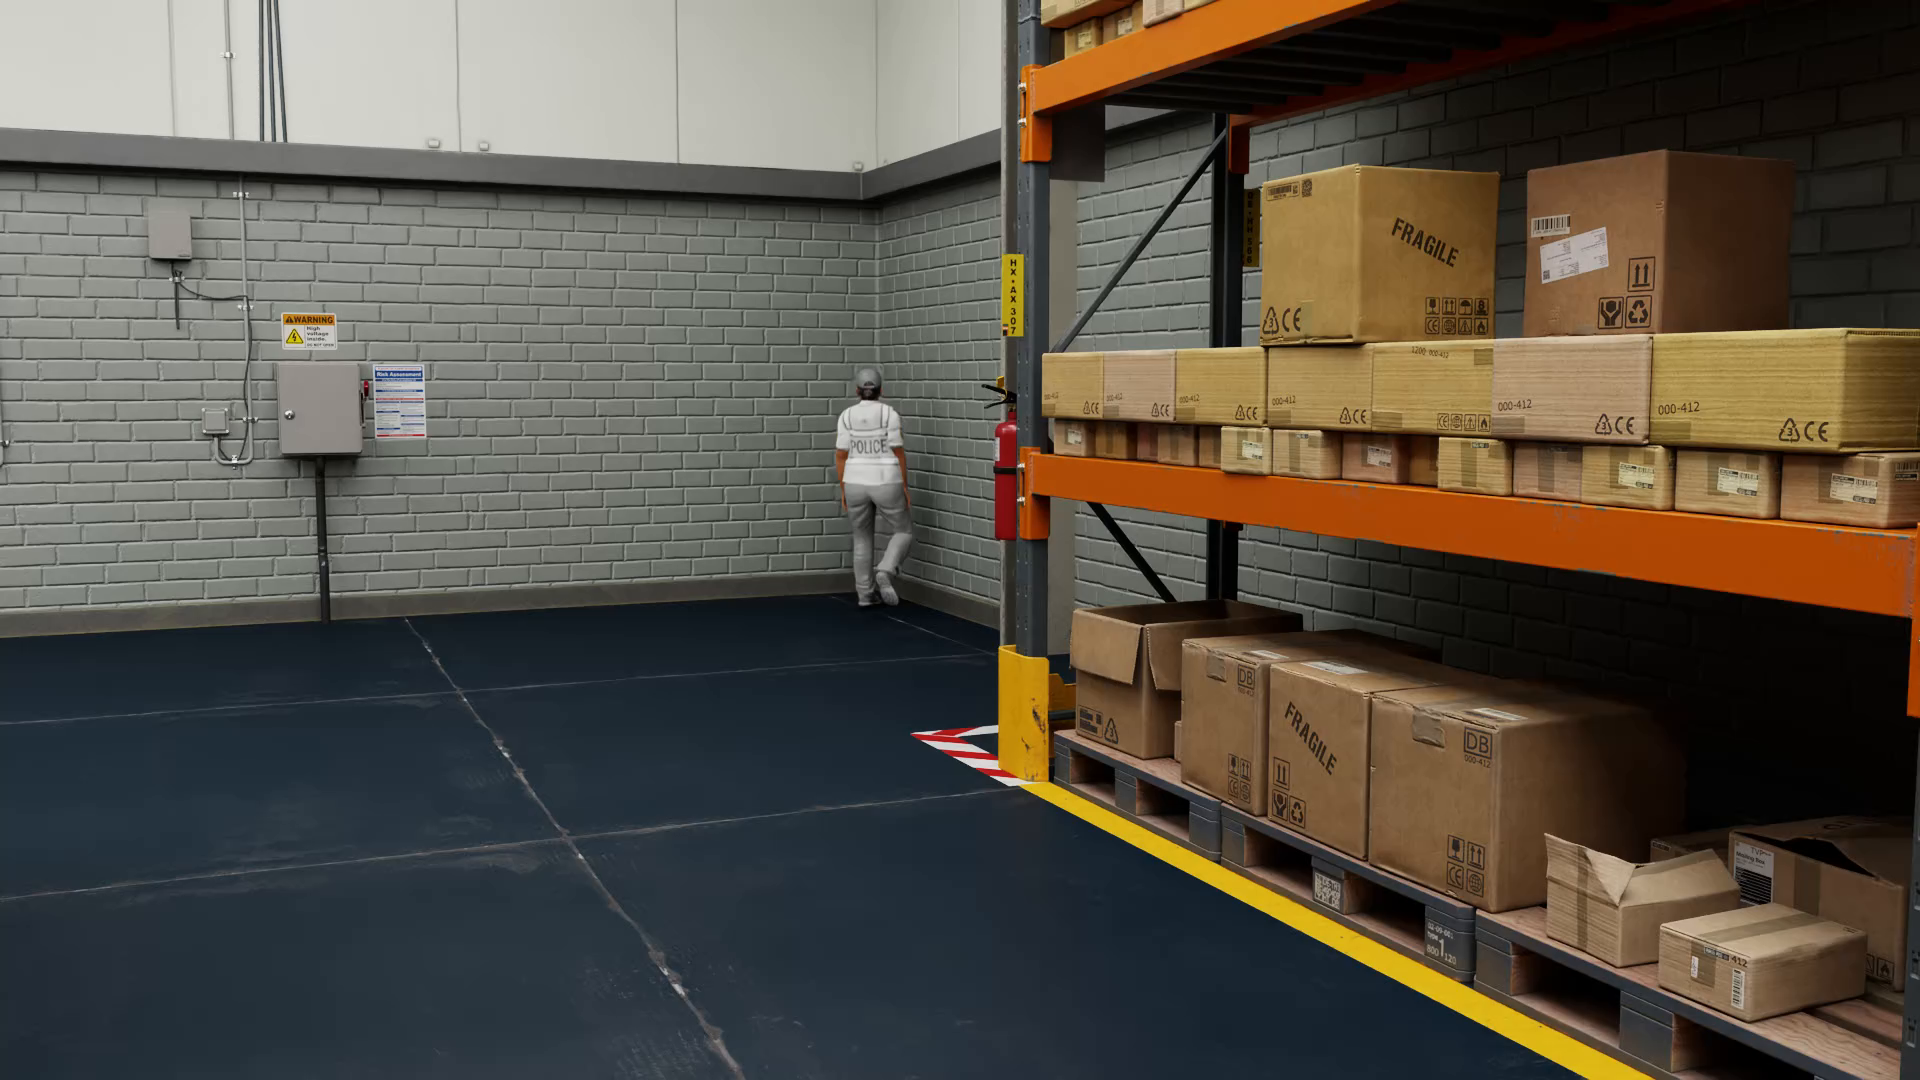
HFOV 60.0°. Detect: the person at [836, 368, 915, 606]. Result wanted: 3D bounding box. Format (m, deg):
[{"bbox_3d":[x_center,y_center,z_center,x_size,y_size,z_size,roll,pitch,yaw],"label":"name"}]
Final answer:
[{"bbox_3d":[-0.582,-0.349,11.421,0.512,1.657,0.636,1,6,13],"label":"person"}]
